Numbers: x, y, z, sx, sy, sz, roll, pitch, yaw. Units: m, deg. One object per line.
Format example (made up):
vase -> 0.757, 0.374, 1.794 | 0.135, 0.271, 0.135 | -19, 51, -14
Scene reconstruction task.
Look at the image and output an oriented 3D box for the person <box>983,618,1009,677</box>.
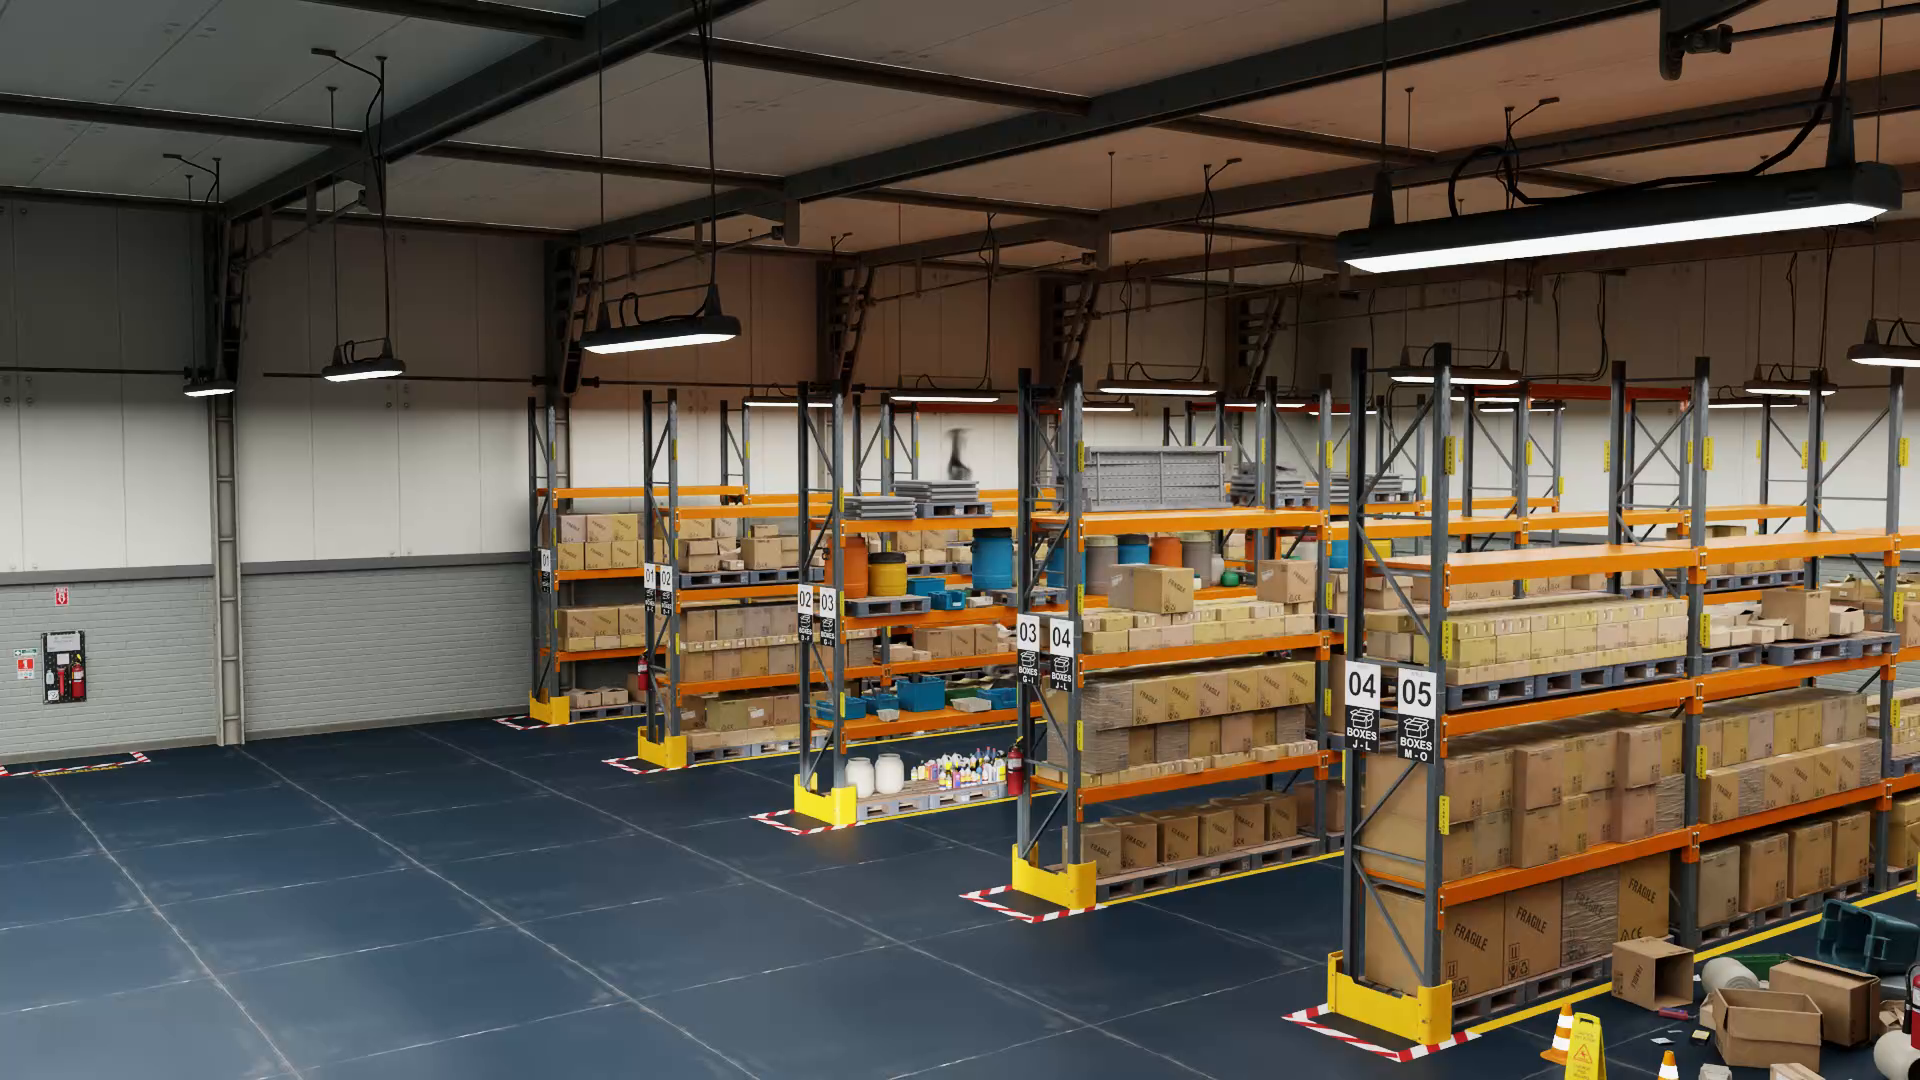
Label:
person -> 0.724, 2.293, 33.825 | 0.782, 1.740, 0.674 | -3, 5, -43
